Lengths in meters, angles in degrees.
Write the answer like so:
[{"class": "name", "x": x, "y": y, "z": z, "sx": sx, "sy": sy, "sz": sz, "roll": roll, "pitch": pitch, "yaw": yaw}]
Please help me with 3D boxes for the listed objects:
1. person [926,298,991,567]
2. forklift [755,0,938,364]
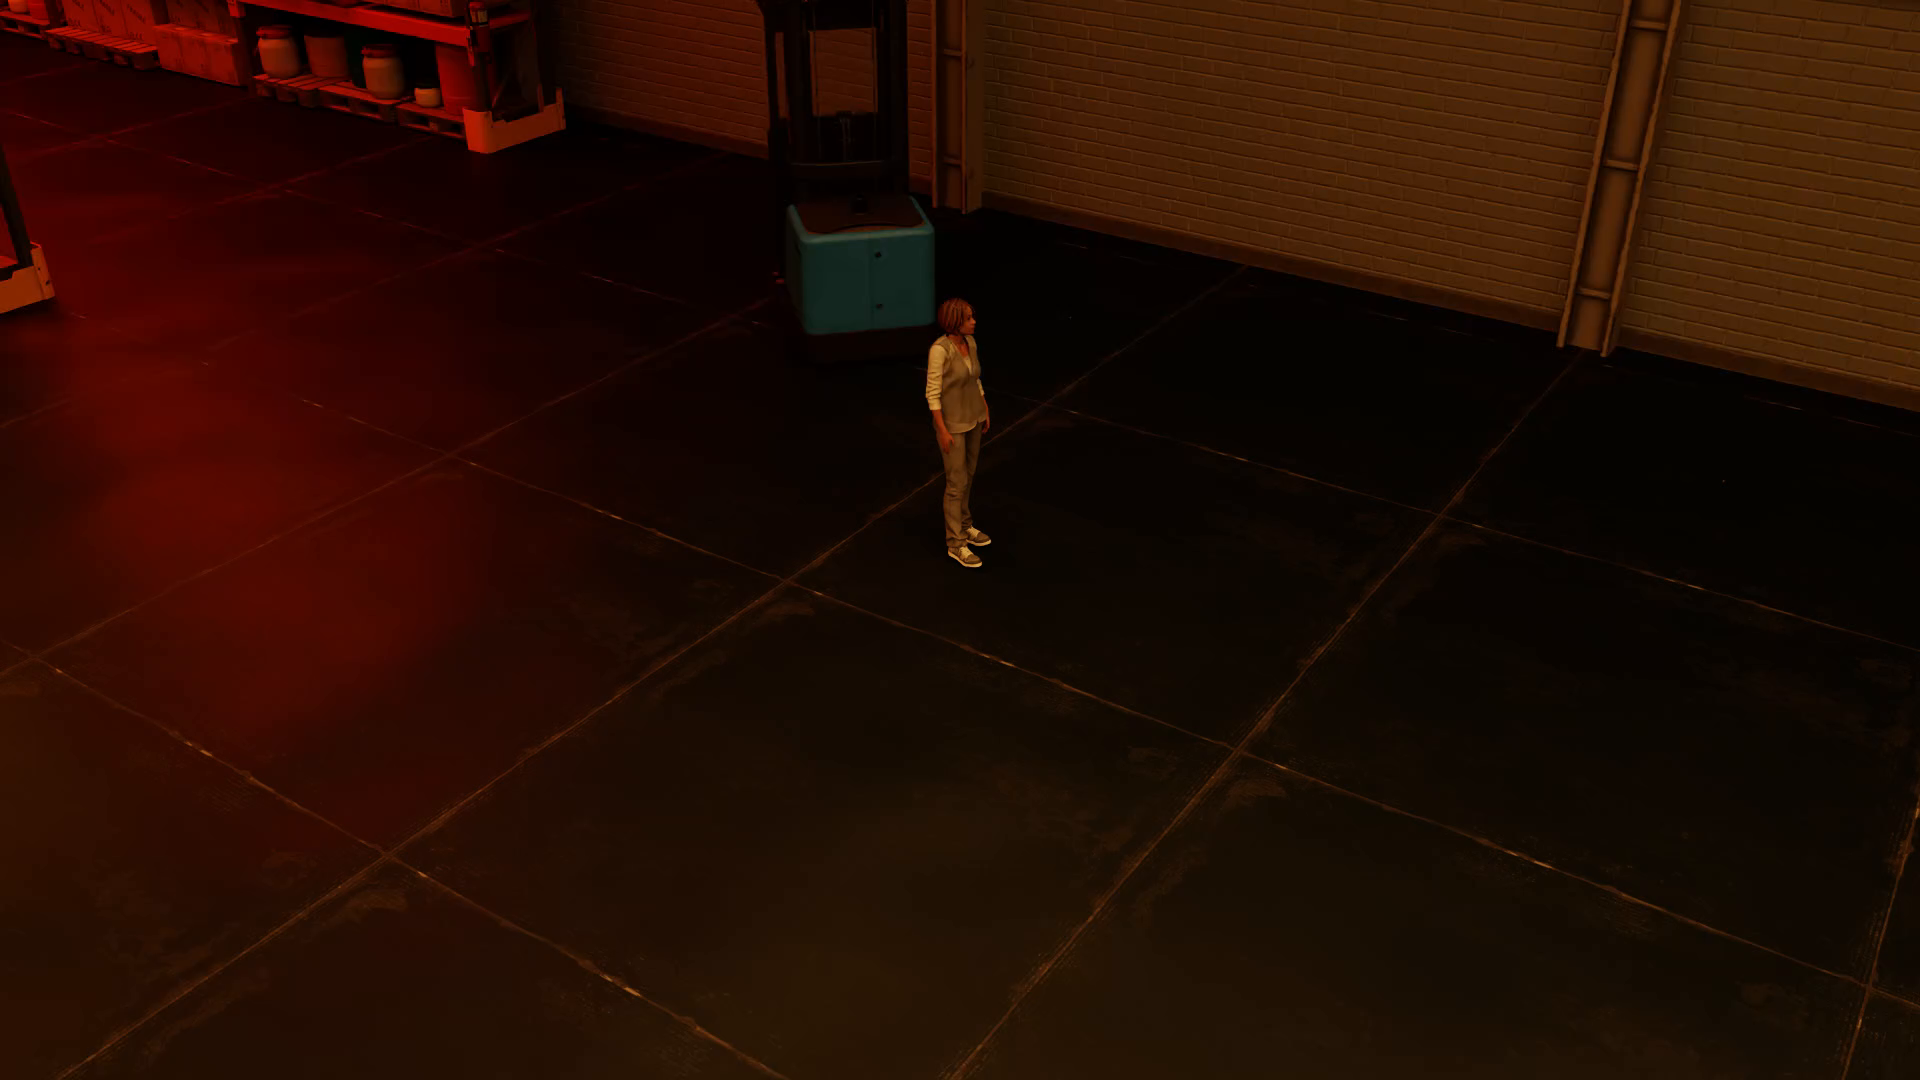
[{"class": "person", "x": 0.053, "y": -0.670, "z": 10.050, "sx": 0.475, "sy": 1.596, "sz": 0.521, "roll": 19, "pitch": 35, "yaw": 29}, {"class": "forklift", "x": -1.004, "y": -3.332, "z": 13.320, "sx": 1.130, "sy": 2.935, "sz": 3.031, "roll": -7, "pitch": 31, "yaw": -11}]
